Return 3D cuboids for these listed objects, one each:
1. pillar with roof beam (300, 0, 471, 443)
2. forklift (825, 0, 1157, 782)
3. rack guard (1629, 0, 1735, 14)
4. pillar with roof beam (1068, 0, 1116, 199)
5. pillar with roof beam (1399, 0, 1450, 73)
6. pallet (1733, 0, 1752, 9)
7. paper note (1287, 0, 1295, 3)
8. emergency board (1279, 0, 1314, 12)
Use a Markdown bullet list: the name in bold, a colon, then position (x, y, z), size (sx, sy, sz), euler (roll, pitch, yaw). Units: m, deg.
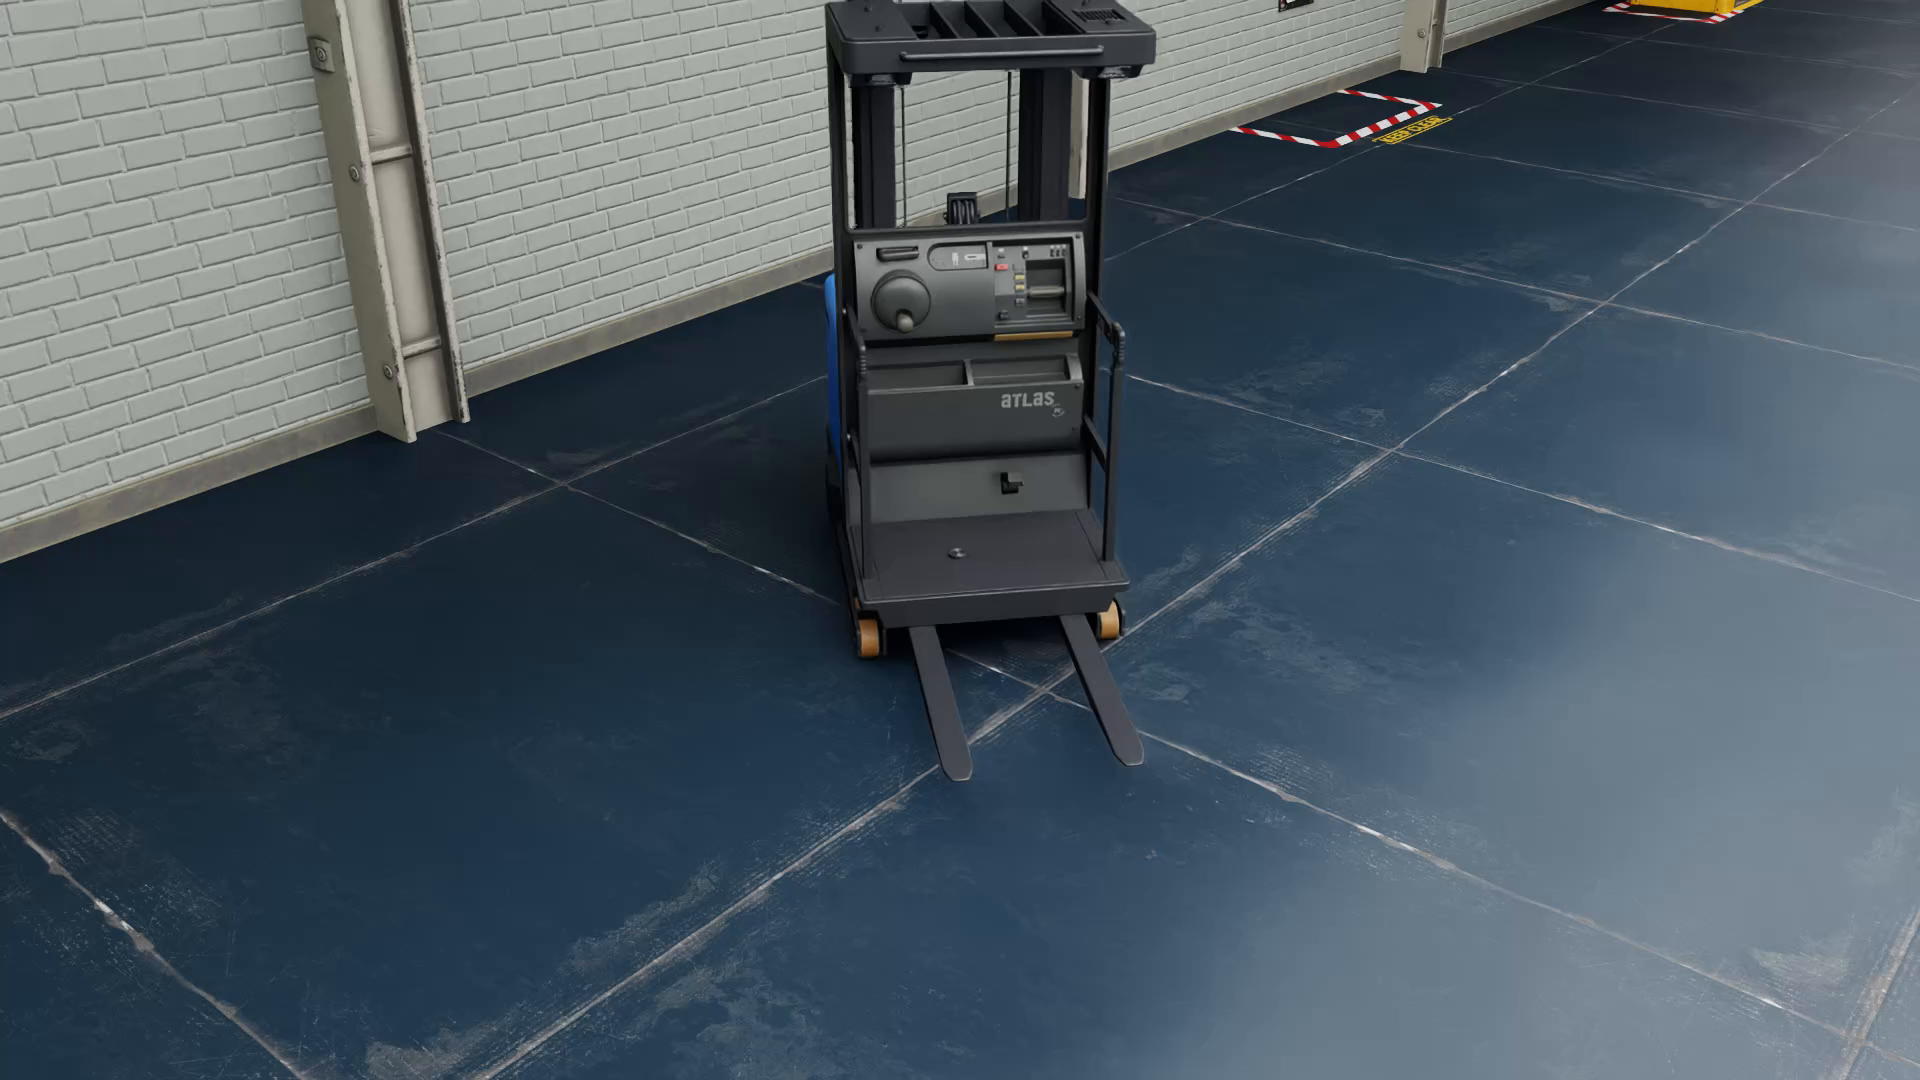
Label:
- **pillar with roof beam**: position (0.431, -3.363, 4.456), size (9.100, 9.000, 0.400), euler (21, 34, 34)
- **forklift**: position (0.077, -0.992, 6.477), size (1.130, 2.935, 3.031), euler (-4, 28, -8)
- **rack guard**: position (8.829, -6.754, 20.261), size (1.175, 0.500, 0.348), euler (21, 34, 34)
- **pillar with roof beam**: position (4.247, -5.490, 8.569), size (9.100, 9.000, 0.400), euler (21, 34, 34)
- **pillar with roof beam**: position (8.063, -7.617, 12.681), size (9.100, 9.000, 0.400), euler (21, 34, 34)
- **pallet**: position (9.373, -6.903, 20.865), size (1.003, 0.211, 1.213), euler (21, 34, 34)
- **paper note**: position (2.974, -4.912, 14.939), size (0.016, 0.148, 0.142), euler (21, 34, 34)
- **emergency board**: position (3.121, -5.348, 14.824), size (0.157, 1.169, 0.626), euler (21, 34, 34)
